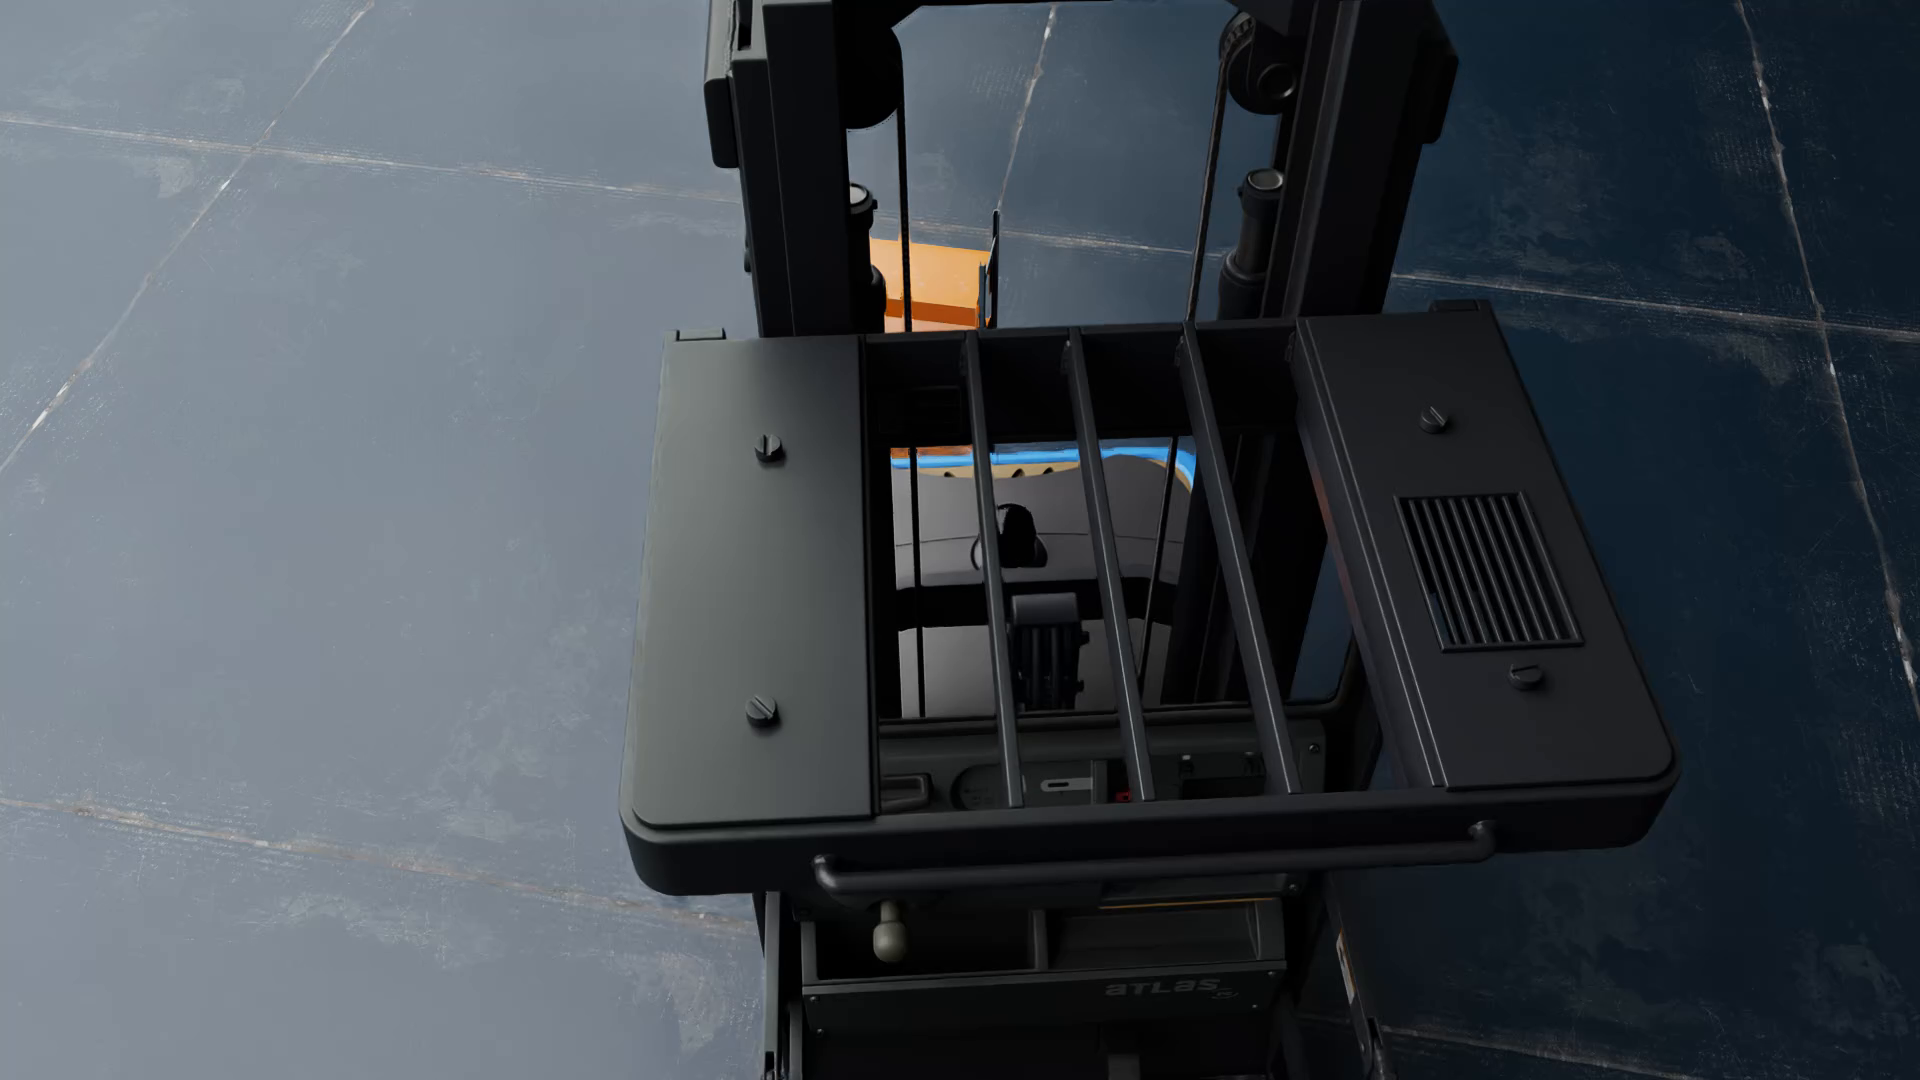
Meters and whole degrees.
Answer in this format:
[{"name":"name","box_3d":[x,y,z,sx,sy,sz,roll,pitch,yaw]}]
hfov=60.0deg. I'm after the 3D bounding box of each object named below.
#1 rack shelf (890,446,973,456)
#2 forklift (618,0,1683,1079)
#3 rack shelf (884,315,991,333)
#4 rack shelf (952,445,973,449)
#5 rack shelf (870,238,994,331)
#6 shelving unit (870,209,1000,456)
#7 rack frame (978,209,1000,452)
[{"name":"rack shelf","box_3d":[-0.163,-0.245,5.021,0.480,0.148,0.258,8,49,7]},{"name":"forklift","box_3d":[0.176,0.618,2.724,1.130,2.935,3.031,-3,48,-2]},{"name":"rack shelf","box_3d":[-0.163,-0.527,4.707,0.480,0.148,0.258,8,49,7]},{"name":"rack shelf","box_3d":[-0.163,-0.378,4.873,0.480,0.148,0.258,8,49,7]},{"name":"rack shelf","box_3d":[-0.163,-0.686,4.531,0.480,0.148,0.258,8,49,7]},{"name":"shelving unit","box_3d":[-0.163,-0.423,4.823,0.503,1.200,0.258,8,49,7]},{"name":"rack frame","box_3d":[0.077,-0.391,4.794,0.015,1.200,0.240,8,49,7]}]
